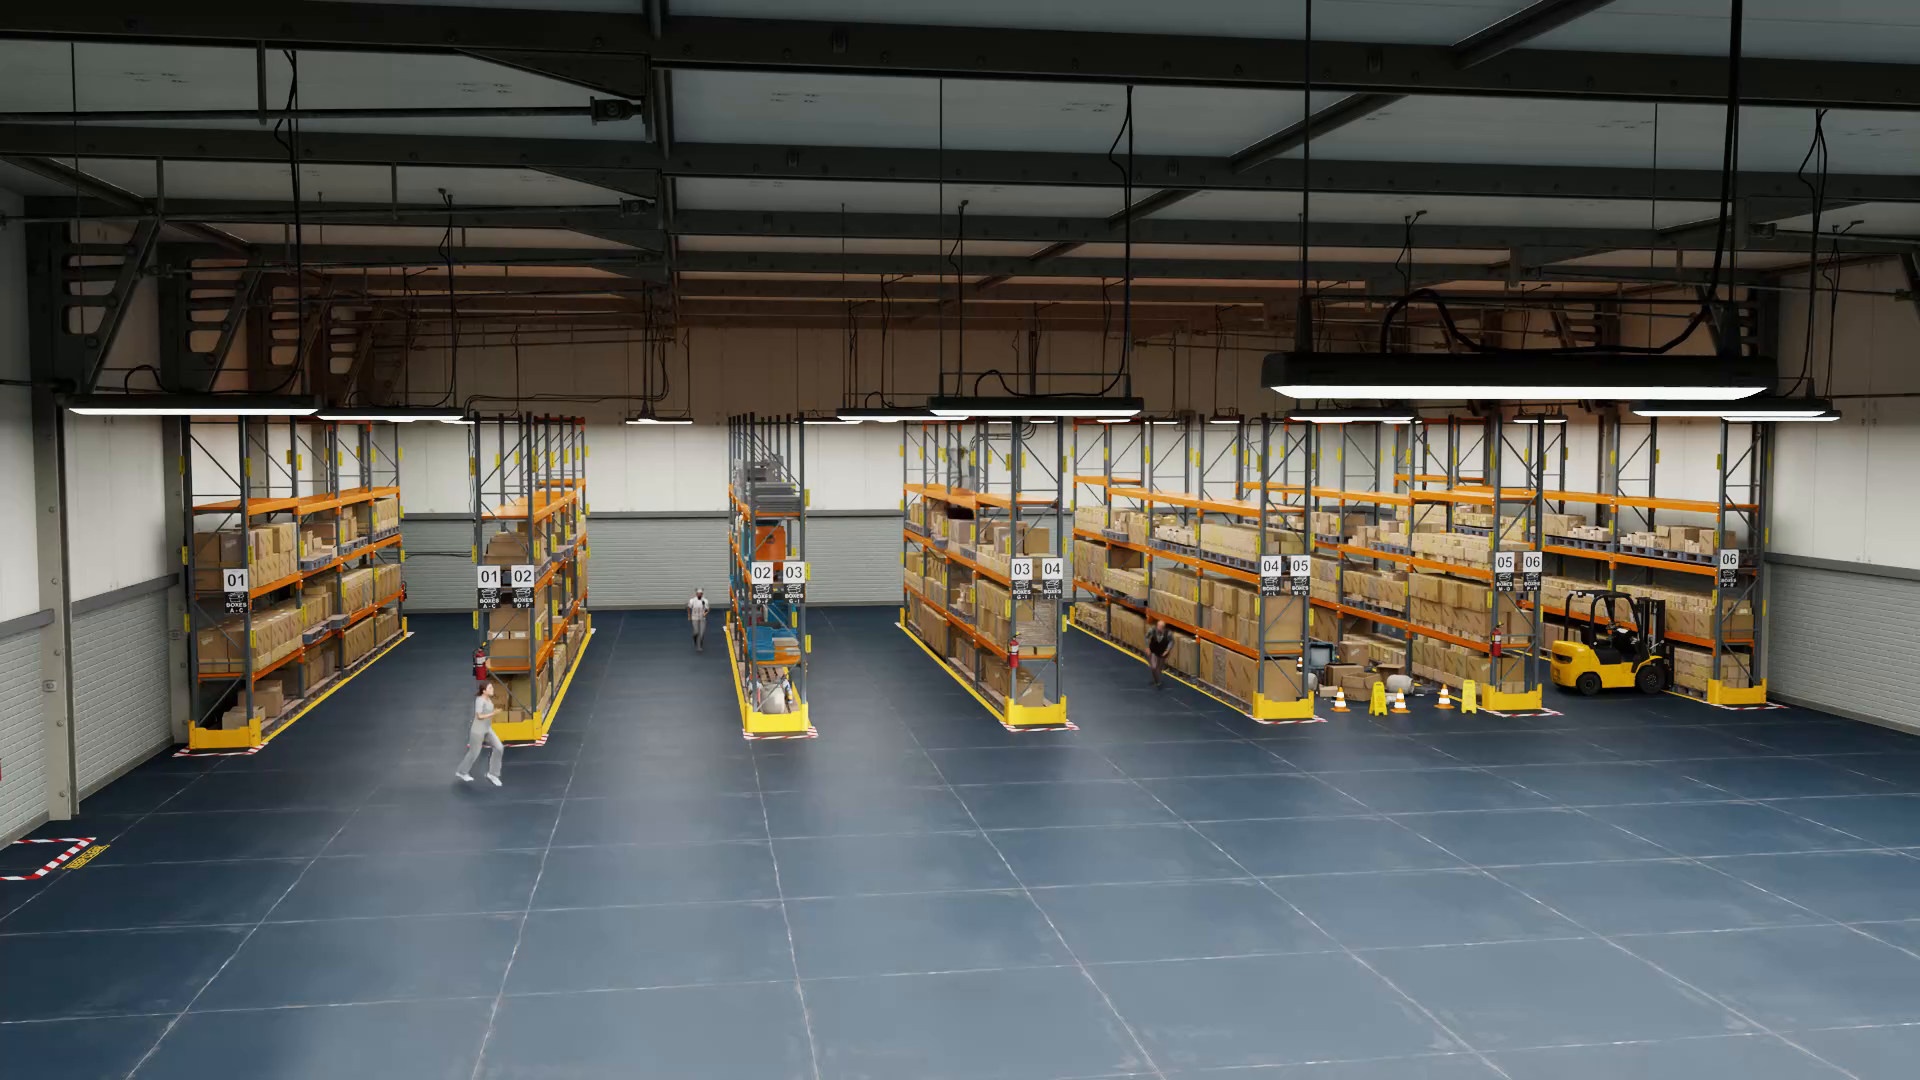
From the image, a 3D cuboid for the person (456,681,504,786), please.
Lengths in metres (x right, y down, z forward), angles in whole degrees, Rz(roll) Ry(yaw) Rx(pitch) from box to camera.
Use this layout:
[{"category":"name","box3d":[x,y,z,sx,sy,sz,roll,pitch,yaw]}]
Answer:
[{"category":"person","box3d":[-7.677,3.099,26.545,0.841,1.720,0.548,1,4,13]}]

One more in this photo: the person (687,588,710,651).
[{"category":"person","box3d":[-6.632,2.020,42.217,0.558,1.639,0.656,-1,4,-14]}]

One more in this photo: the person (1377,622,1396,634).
[{"category":"person","box3d":[11.720,1.772,45.804,0.552,1.735,0.801,-1,4,-18]}]

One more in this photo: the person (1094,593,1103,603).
[{"category":"person","box3d":[4.290,1.504,49.520,0.589,1.728,0.774,1,4,17]}]

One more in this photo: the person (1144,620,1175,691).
[{"category":"person","box3d":[4.343,2.494,36.367,0.663,1.572,1.039,0,4,1]}]
